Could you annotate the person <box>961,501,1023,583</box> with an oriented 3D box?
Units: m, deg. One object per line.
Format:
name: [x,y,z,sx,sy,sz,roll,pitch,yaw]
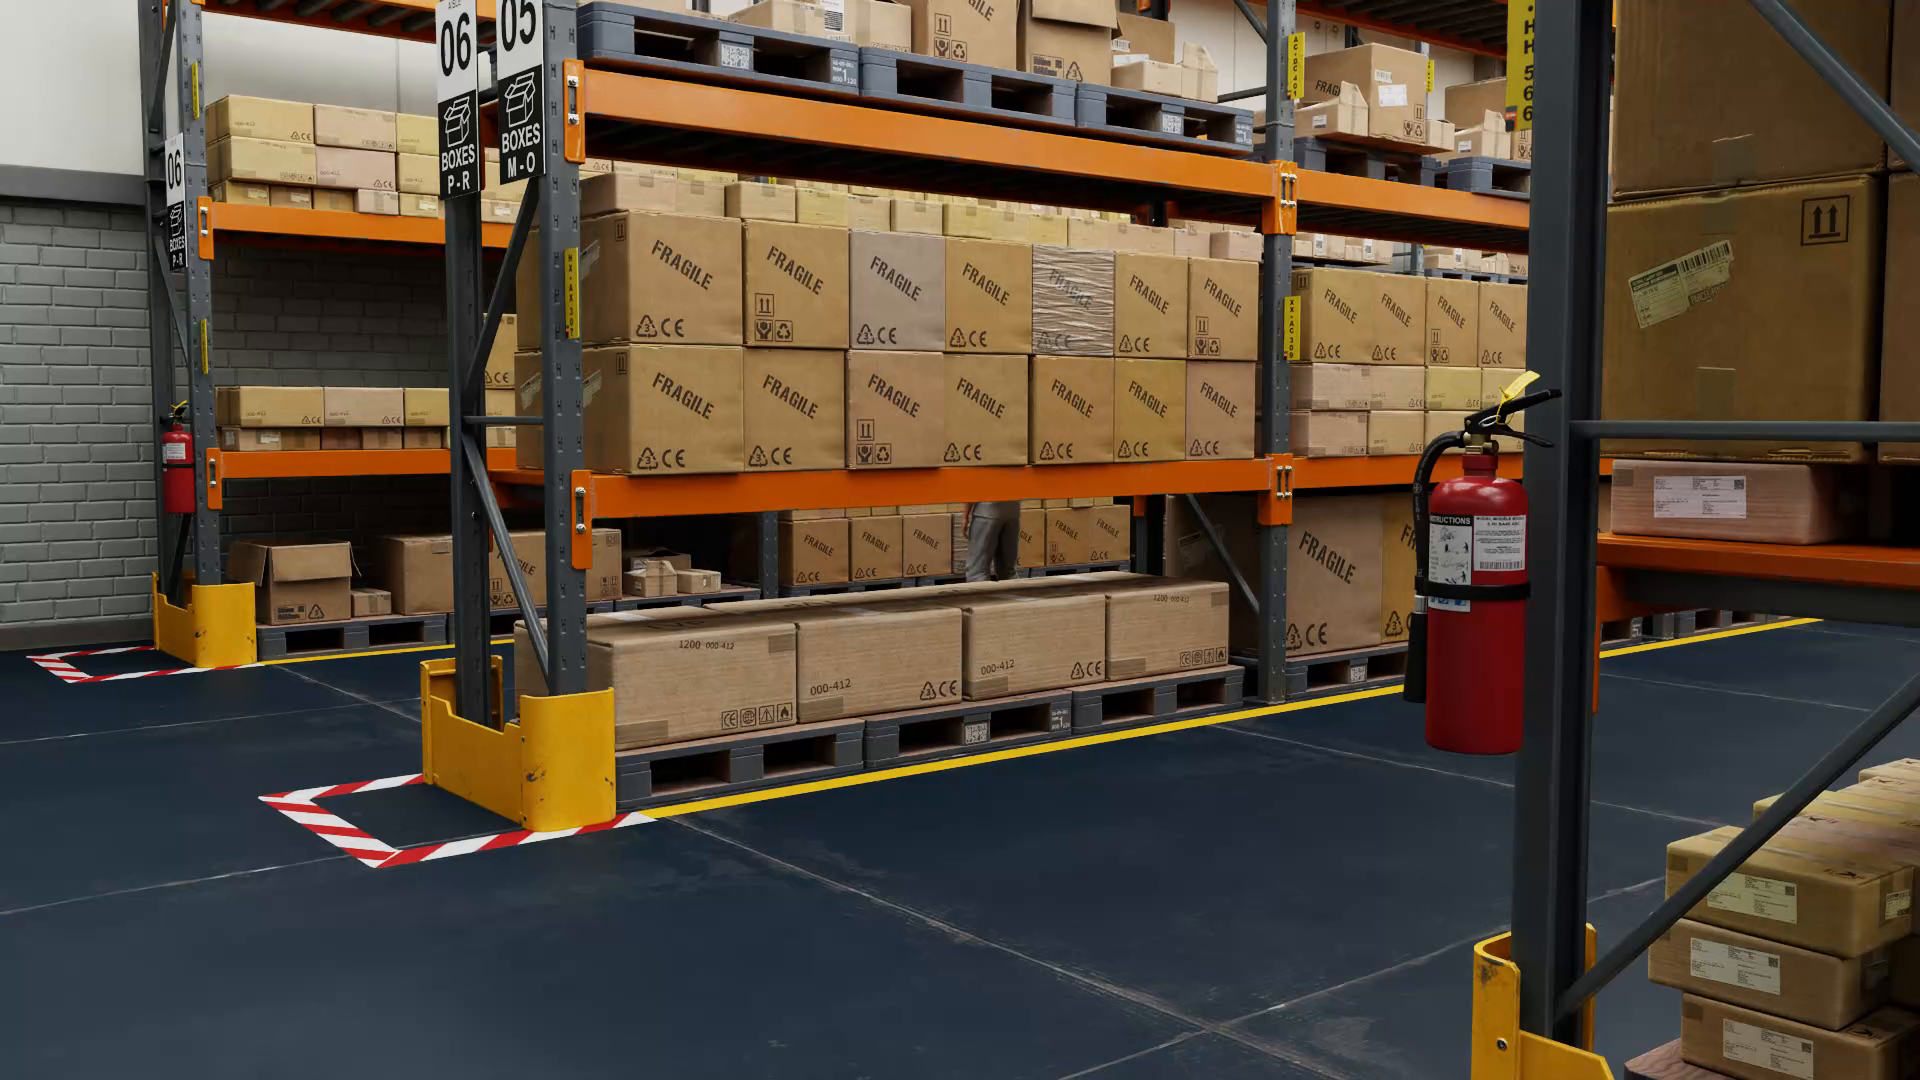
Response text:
person: [0.215,-0.136,10.993,0.485,1.673,0.359,-3,6,-38]
